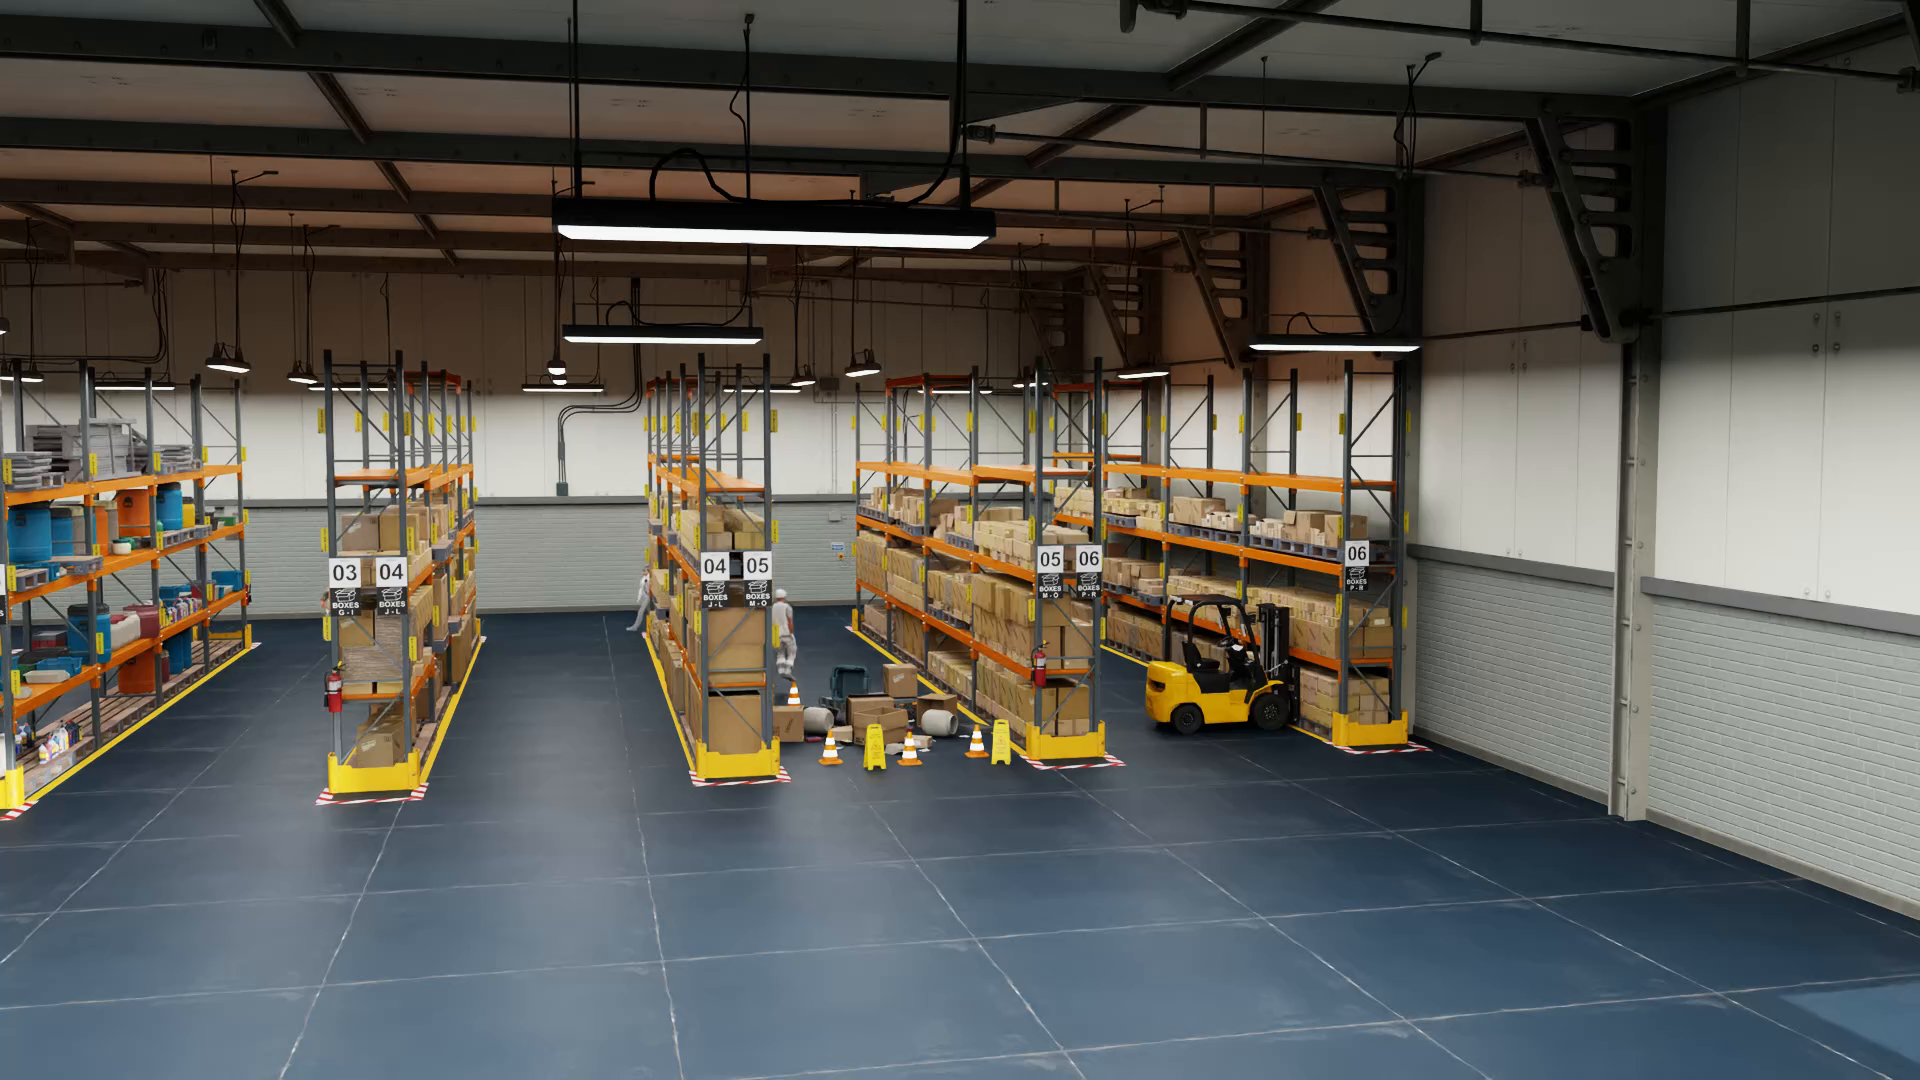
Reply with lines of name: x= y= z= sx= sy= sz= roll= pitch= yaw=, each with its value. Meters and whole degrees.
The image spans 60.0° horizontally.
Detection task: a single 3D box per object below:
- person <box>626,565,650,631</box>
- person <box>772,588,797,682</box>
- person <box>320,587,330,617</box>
person: x=-7.597 y=1.397 z=40.193 sx=1.048 sy=1.584 sz=0.464 roll=-3 pitch=5 yaw=-33
person: x=-3.315 y=1.775 z=30.985 sx=0.571 sy=1.730 sz=0.494 roll=0 pitch=4 yaw=5
person: x=-13.795 y=1.607 z=36.801 sx=0.635 sy=1.684 sz=0.636 roll=0 pitch=4 yaw=-6
